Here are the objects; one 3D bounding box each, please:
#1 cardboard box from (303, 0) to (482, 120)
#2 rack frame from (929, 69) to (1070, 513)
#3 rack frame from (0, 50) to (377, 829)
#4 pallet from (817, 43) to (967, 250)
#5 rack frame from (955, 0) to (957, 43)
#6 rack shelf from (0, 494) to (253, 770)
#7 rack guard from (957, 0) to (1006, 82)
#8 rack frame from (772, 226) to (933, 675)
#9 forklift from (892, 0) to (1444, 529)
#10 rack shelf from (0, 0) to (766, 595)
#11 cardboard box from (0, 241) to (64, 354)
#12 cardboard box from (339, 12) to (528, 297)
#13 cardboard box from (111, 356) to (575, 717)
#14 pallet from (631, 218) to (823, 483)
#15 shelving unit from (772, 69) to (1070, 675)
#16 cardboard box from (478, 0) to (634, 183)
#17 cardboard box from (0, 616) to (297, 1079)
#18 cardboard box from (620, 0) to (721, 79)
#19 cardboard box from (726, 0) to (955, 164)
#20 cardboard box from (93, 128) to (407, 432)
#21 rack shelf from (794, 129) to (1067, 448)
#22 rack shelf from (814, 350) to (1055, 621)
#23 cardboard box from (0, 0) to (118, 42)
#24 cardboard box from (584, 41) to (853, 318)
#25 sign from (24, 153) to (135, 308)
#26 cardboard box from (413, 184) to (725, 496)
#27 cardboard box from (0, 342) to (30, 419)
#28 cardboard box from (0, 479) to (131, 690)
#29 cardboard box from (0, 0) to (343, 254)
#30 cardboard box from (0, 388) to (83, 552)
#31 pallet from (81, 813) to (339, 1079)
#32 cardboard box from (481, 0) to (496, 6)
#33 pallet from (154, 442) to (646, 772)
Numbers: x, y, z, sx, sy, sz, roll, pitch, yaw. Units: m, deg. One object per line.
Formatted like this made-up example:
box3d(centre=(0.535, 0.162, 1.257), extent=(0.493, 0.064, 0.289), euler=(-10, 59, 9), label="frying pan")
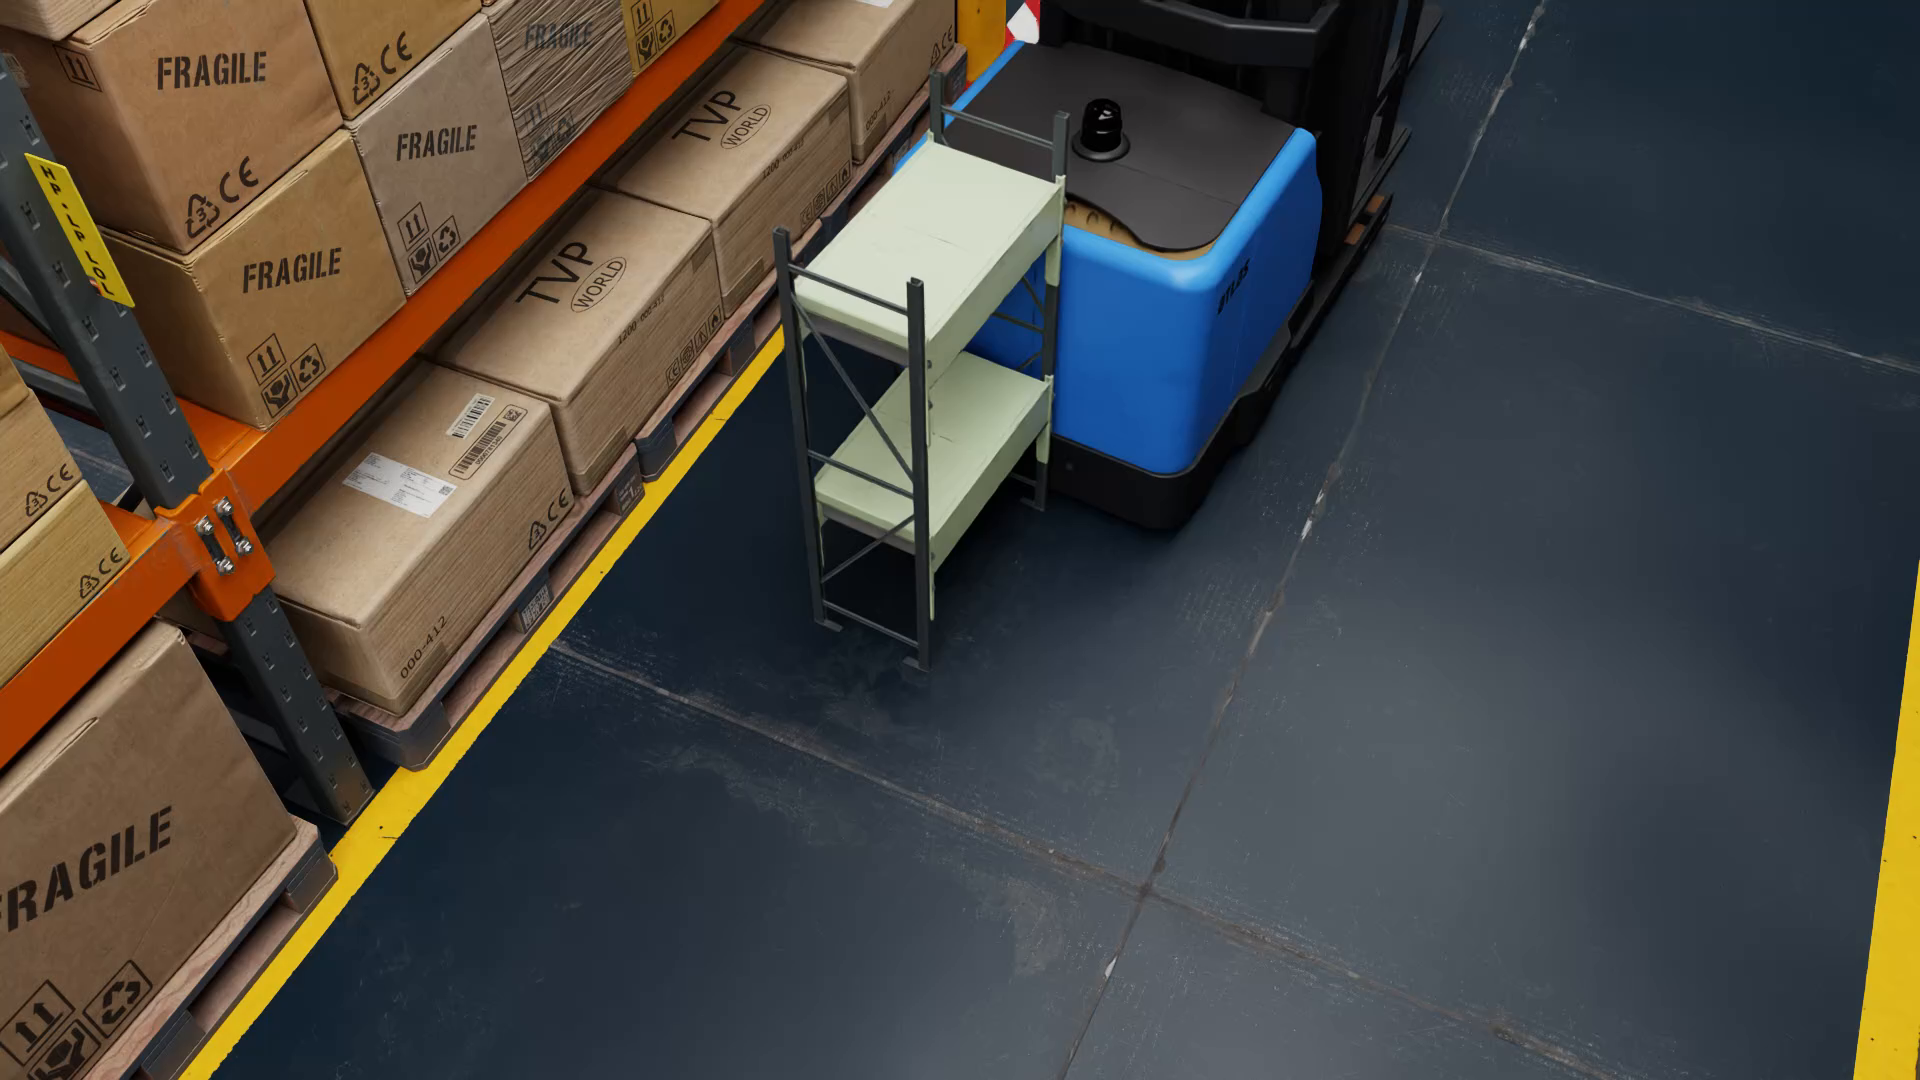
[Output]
box3d(centre=(-1.465, -1.335, 3.695), extent=(0.500, 0.500, 0.500), euler=(19, 52, 16), label="cardboard box")
box3d(centre=(0.099, -0.656, 4.823), extent=(0.400, 1.500, 0.023), euler=(23, 53, 19), label="rack frame")
box3d(centre=(-2.109, -0.384, 3.607), extent=(1.000, 3.000, 0.127), euler=(20, 52, 16), label="rack frame")
box3d(centre=(-0.671, -1.659, 6.523), extent=(1.003, 0.211, 1.213), euler=(20, 52, 16), label="pallet")
box3d(centre=(-0.400, -3.138, 5.951), extent=(1.000, 3.000, 0.127), euler=(20, 52, 16), label="rack frame")
box3d(centre=(-2.963, 1.226, 2.709), extent=(1.077, 0.370, 4.000), euler=(20, 52, 16), label="rack shelf")
box3d(centre=(-0.390, -2.345, 6.917), extent=(1.175, 0.500, 0.348), euler=(20, 52, 16), label="rack guard")
box3d(centre=(-0.261, -0.170, 4.410), extent=(0.400, 1.500, 0.023), euler=(23, 53, 19), label="rack frame")
box3d(centre=(0.948, -2.107, 5.119), extent=(1.130, 2.935, 3.031), euler=(23, 53, 18), label="forklift")
box3d(centre=(-1.254, -1.528, 5.053), extent=(1.077, 0.370, 4.000), euler=(20, 52, 16), label="rack shelf")
box3d(centre=(-2.142, -0.819, 3.912), extent=(0.500, 0.500, 0.500), euler=(20, 53, 16), label="cardboard box")
box3d(centre=(-1.453, -1.000, 4.065), extent=(0.500, 0.500, 0.500), euler=(20, 53, 16), label="cardboard box")
box3d(centre=(-1.744, -0.087, 4.761), extent=(0.875, 0.438, 0.875), euler=(19, 52, 16), label="cardboard box")
box3d(centre=(-1.193, -0.822, 5.811), extent=(1.003, 0.211, 1.213), euler=(20, 52, 16), label="pallet")
box3d(centre=(-0.081, -0.413, 4.617), extent=(0.431, 1.500, 0.755), euler=(23, 53, 19), label="shelving unit")
box3d(centre=(-1.235, -1.340, 4.355), extent=(0.500, 0.500, 0.500), euler=(20, 53, 16), label="cardboard box")
box3d(centre=(-2.301, 0.621, 3.871), extent=(0.875, 0.875, 0.875), euler=(21, 53, 17), label="cardboard box")
box3d(centre=(-1.014, -1.695, 4.657), extent=(0.500, 0.500, 0.500), euler=(21, 53, 17), label="cardboard box")
box3d(centre=(-0.591, -1.957, 6.352), extent=(0.875, 0.438, 0.875), euler=(18, 52, 15), label="cardboard box")
box3d(centre=(-1.672, -0.654, 3.772), extent=(0.500, 0.500, 0.500), euler=(21, 53, 17), label="cardboard box")
box3d(centre=(-0.081, -0.666, 4.319), extent=(0.431, 0.370, 0.720), euler=(23, 53, 19), label="rack shelf")
box3d(centre=(-0.081, -0.202, 4.865), extent=(0.431, 0.370, 0.720), euler=(23, 53, 19), label="rack shelf")
box3d(centre=(-1.739, -1.084, 3.054), extent=(0.380, 0.149, 0.250), euler=(19, 52, 16), label="cardboard box")
box3d(centre=(-0.975, -1.324, 5.814), extent=(0.875, 0.438, 0.875), euler=(21, 53, 17), label="cardboard box")
box3d(centre=(-1.614, -0.564, 3.052), extent=(0.100, 0.325, 0.005), euler=(20, 52, 16), label="sign")
box3d(centre=(-1.362, -0.704, 5.286), extent=(0.875, 0.438, 0.875), euler=(18, 52, 15), label="cardboard box")
box3d(centre=(-2.073, -0.351, 2.857), extent=(0.500, 0.500, 0.500), euler=(21, 53, 17), label="cardboard box")
box3d(centre=(-2.072, 0.055, 3.332), extent=(0.500, 0.250, 0.500), euler=(19, 52, 15), label="cardboard box")
box3d(centre=(-1.686, -0.990, 3.400), extent=(0.500, 0.500, 0.500), euler=(20, 53, 16), label="cardboard box")
box3d(centre=(-2.077, -0.115, 3.148), extent=(0.500, 0.250, 0.500), euler=(20, 52, 16), label="cardboard box")
box3d(centre=(-2.370, 1.075, 4.196), extent=(1.003, 0.211, 1.213), euler=(20, 52, 16), label="pallet")
box3d(centre=(-1.236, -1.684, 3.992), extent=(0.500, 0.500, 0.500), euler=(21, 53, 17), label="cardboard box")
box3d(centre=(-1.713, 0.021, 5.093), extent=(1.003, 0.211, 1.213), euler=(20, 52, 16), label="pallet")
